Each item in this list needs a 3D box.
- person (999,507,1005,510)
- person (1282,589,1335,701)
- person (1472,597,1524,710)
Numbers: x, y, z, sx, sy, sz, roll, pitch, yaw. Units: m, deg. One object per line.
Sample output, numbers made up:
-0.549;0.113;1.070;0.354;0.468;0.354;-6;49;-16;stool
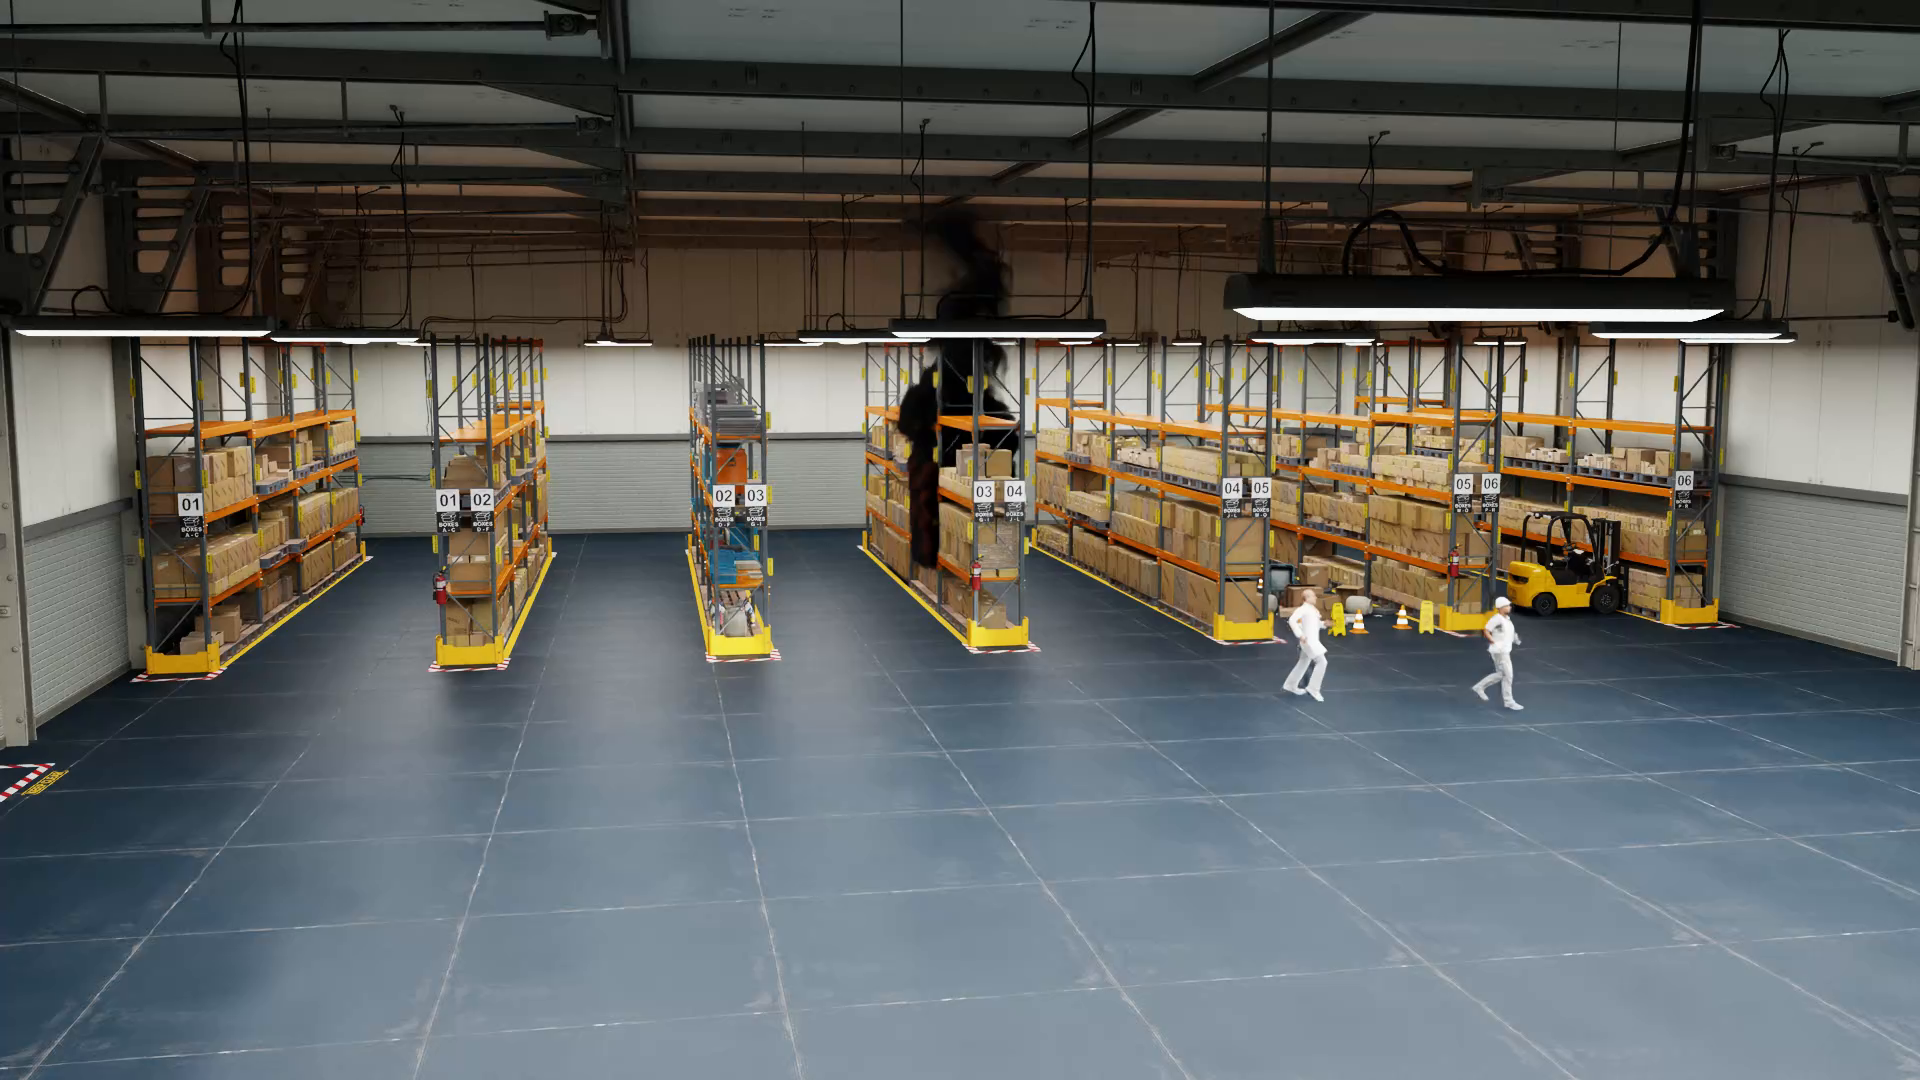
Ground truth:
1.359;-0.416;46.456;0.696;1.638;0.863;-1;7;-7;person
5.717;1.727;27.284;0.828;1.846;0.669;2;7;17;person
8.629;1.796;26.616;0.837;1.783;0.688;4;8;30;person
